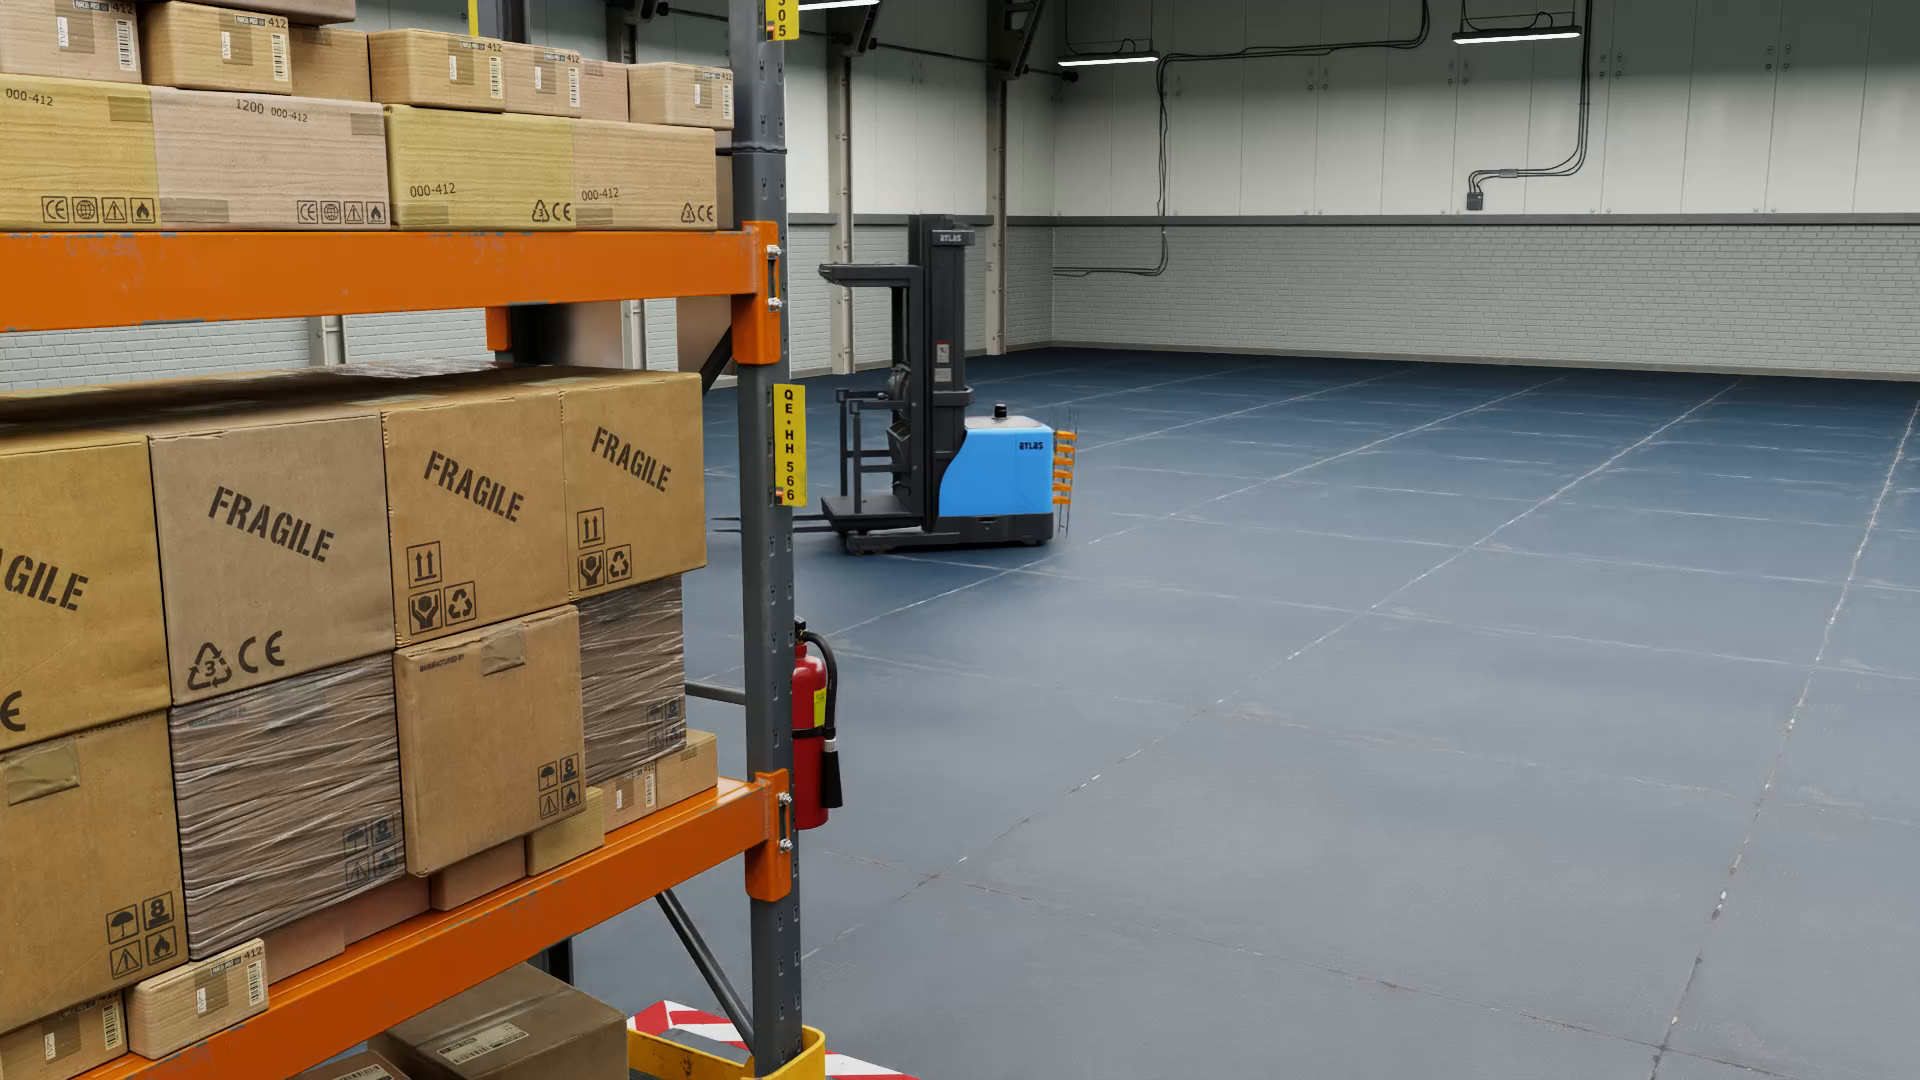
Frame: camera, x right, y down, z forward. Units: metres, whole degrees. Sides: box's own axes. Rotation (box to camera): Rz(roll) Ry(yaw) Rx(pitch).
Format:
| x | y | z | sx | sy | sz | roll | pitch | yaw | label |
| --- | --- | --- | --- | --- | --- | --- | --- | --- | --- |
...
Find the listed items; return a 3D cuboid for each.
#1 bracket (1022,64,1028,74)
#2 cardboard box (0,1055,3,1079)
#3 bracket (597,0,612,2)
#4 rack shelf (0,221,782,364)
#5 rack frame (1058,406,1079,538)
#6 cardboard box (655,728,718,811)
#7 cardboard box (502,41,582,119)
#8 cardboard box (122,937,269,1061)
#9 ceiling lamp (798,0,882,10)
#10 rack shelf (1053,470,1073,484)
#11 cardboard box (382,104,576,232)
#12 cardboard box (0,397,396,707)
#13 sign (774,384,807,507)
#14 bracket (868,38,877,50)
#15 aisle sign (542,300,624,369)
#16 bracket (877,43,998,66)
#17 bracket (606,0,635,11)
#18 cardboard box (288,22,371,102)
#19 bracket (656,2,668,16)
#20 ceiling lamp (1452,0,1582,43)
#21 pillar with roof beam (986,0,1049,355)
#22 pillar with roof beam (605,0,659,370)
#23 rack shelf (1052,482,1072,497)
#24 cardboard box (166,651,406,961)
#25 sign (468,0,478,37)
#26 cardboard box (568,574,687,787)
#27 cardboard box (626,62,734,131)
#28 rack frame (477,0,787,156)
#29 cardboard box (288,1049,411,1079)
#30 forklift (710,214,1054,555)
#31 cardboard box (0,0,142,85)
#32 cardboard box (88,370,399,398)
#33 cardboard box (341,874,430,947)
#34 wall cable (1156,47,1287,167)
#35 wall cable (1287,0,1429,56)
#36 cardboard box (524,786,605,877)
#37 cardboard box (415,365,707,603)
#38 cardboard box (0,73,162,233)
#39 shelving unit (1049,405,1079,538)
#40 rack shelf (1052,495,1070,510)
| x | y | z | sx | sy | sz | roll | pitch | yaw | label |
| --- | --- | --- | --- | --- | --- | --- | --- | --- | --- |
| 1.332 | -10.448 | 36.824 | 0.235 | 0.232 | 0.430 | 6 | 12 | 31 | bracket |
| -1.858 | 0.926 | 2.833 | 0.380 | 0.149 | 0.250 | 6 | 12 | 31 | cardboard box |
| -6.667 | -8.025 | 23.882 | 0.076 | 0.066 | 4.783 | 6 | 12 | 31 | bracket |
| -1.955 | -0.390 | 2.986 | 1.077 | 0.370 | 4.000 | 6 | 12 | 31 | rack shelf |
| 1.003 | -0.629 | 15.359 | 0.006 | 1.200 | 0.240 | 2 | 10 | -16 | rack frame |
| -0.889 | 0.604 | 4.554 | 0.380 | 0.149 | 0.250 | 6 | 12 | 31 | cardboard box |
| -1.078 | -1.024 | 3.740 | 0.380 | 0.149 | 0.250 | 6 | 12 | 28 | cardboard box |
| -1.577 | 0.850 | 3.240 | 0.380 | 0.149 | 0.250 | 6 | 12 | 31 | cardboard box |
| -1.864 | -9.023 | 23.128 | 2.000 | 3.185 | 0.800 | 6 | 12 | 31 | ceiling lamp |
| 0.911 | -0.589 | 15.341 | 0.180 | 0.103 | 0.258 | 2 | 10 | -16 | rack shelf |
| -1.207 | -0.806 | 3.658 | 0.500 | 0.250 | 0.500 | 6 | 12 | 31 | cardboard box |
| -1.508 | -0.003 | 3.317 | 0.500 | 0.500 | 0.500 | 6 | 12 | 31 | cardboard box |
| -0.453 | -0.252 | 4.440 | 0.100 | 0.325 | 0.005 | 6 | 12 | 31 | sign |
| -1.784 | -9.505 | 31.784 | 0.235 | 0.232 | 0.430 | 6 | 12 | 31 | bracket |
| -1.141 | -0.900 | 4.842 | 0.394 | 0.787 | 0.004 | 6 | 12 | 31 | aisle sign |
| -0.437 | -9.913 | 33.963 | 0.076 | 0.066 | 4.783 | 6 | 12 | 31 | bracket |
| -5.330 | -8.431 | 26.046 | 0.235 | 0.232 | 0.430 | 6 | 12 | 31 | bracket |
| -1.423 | -0.955 | 3.373 | 0.380 | 0.149 | 0.250 | 7 | 12 | 31 | cardboard box |
| -4.899 | -8.561 | 26.743 | 0.235 | 0.232 | 0.430 | 6 | 12 | 31 | bracket |
| 9.182 | -9.749 | 27.010 | 2.000 | 3.185 | 0.800 | 6 | 12 | 31 | ceiling lamp |
| 4.492 | -8.237 | 34.791 | 9.100 | 9.000 | 0.548 | 6 | 12 | 31 | pillar with roof beam |
| -1.738 | -6.349 | 24.710 | 9.100 | 9.000 | 0.548 | 6 | 12 | 31 | pillar with roof beam |
| 0.901 | -0.471 | 15.361 | 0.180 | 0.103 | 0.258 | 2 | 10 | -16 | rack shelf |
| -1.680 | 0.469 | 3.512 | 0.875 | 0.500 | 0.500 | 6 | 12 | 31 | cardboard box |
| -1.381 | -1.540 | 4.796 | 0.100 | 0.325 | 0.005 | 6 | 12 | 31 | sign |
| -1.226 | 0.305 | 4.391 | 0.875 | 0.500 | 0.500 | 6 | 12 | 31 | cardboard box |
| -0.794 | -1.107 | 4.184 | 0.380 | 0.149 | 0.250 | 6 | 12 | 31 | cardboard box |
| -0.917 | -2.533 | 4.324 | 1.000 | 3.000 | 0.127 | 6 | 12 | 31 | rack frame |
| -1.537 | 1.632 | 4.032 | 0.500 | 0.500 | 0.500 | -10 | 14 | -43 | cardboard box |
| -0.726 | -1.419 | 14.862 | 3.031 | 2.935 | 1.130 | -2 | 11 | -11 | forklift |
| -1.658 | -0.864 | 2.889 | 0.380 | 0.149 | 0.250 | 6 | 12 | 28 | cardboard box |
| -1.701 | -0.132 | 4.008 | 0.500 | 0.500 | 0.500 | 6 | 12 | 31 | cardboard box |
| -1.413 | 0.761 | 3.717 | 0.380 | 0.149 | 0.250 | 6 | 12 | 31 | cardboard box |
| 5.784 | -9.682 | 37.229 | 3.097 | 2.526 | 0.112 | 6 | 12 | 31 | wall cable |
| 8.429 | -11.622 | 35.231 | 3.097 | 2.526 | 0.112 | 6 | 12 | 31 | wall cable |
| -1.105 | 0.688 | 4.108 | 0.380 | 0.149 | 0.250 | 6 | 12 | 31 | cardboard box |
| -0.991 | -0.161 | 4.159 | 0.500 | 0.500 | 0.500 | 6 | 12 | 31 | cardboard box |
| -1.737 | -0.646 | 2.807 | 0.500 | 0.250 | 0.500 | 6 | 12 | 30 | cardboard box |
| 0.915 | -0.632 | 15.334 | 0.189 | 1.200 | 0.258 | 2 | 10 | -16 | shelving unit |
| 0.891 | -0.353 | 15.380 | 0.180 | 0.103 | 0.258 | 2 | 10 | -16 | rack shelf |
